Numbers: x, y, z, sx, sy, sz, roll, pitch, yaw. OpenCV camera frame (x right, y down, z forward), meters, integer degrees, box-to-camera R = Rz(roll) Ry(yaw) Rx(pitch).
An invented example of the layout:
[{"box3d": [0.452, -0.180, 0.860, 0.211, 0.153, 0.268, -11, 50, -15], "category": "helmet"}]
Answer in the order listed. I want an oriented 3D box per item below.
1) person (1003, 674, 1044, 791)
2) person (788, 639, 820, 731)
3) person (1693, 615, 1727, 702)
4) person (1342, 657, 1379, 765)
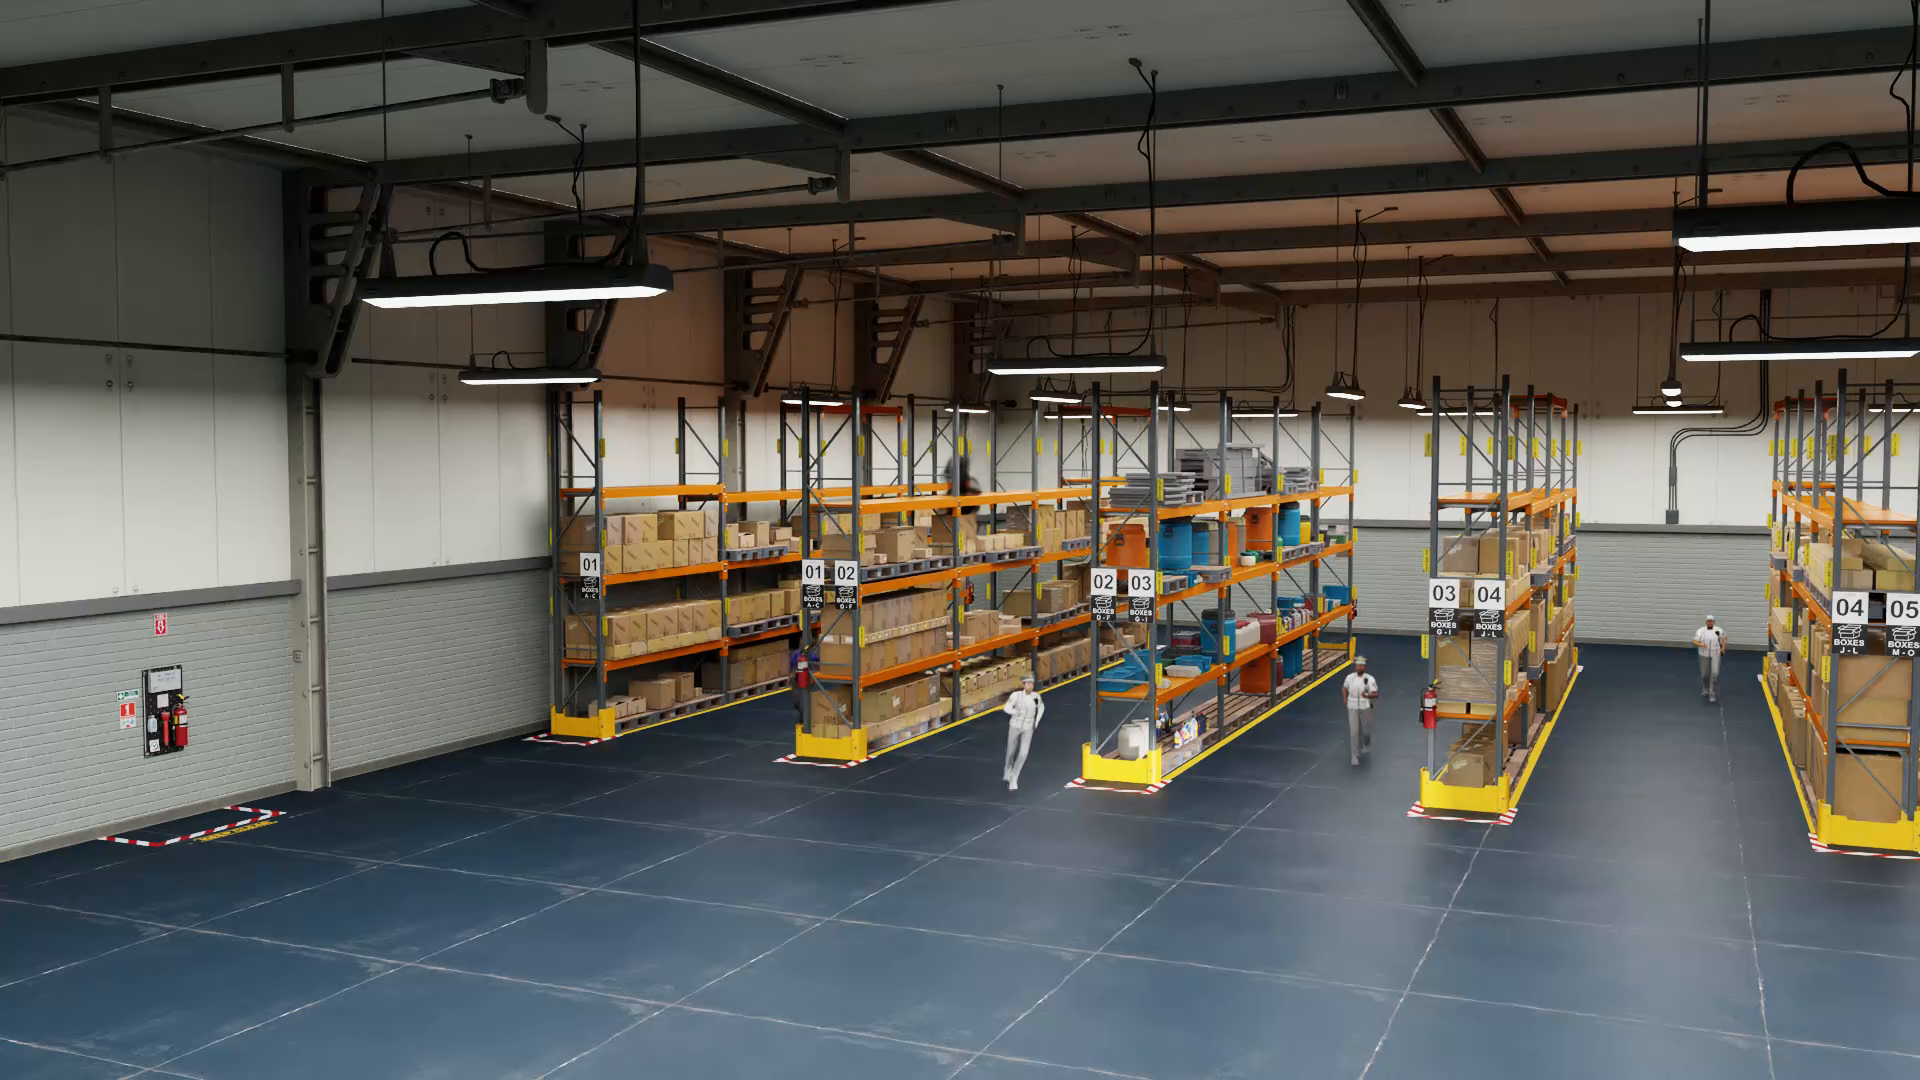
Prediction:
[{"box3d": [0.949, 2.817, 24.611, 0.623, 1.712, 0.704, 0, 3, 0], "category": "person"}, {"box3d": [-2.782, 2.555, 29.565, 0.593, 1.618, 0.727, 1, 3, 14], "category": "person"}, {"box3d": [14.938, 2.353, 33.142, 0.609, 1.707, 0.835, 2, 4, 27], "category": "person"}, {"box3d": [6.357, 2.683, 26.449, 0.583, 1.674, 0.924, 1, 3, 17], "category": "person"}]
